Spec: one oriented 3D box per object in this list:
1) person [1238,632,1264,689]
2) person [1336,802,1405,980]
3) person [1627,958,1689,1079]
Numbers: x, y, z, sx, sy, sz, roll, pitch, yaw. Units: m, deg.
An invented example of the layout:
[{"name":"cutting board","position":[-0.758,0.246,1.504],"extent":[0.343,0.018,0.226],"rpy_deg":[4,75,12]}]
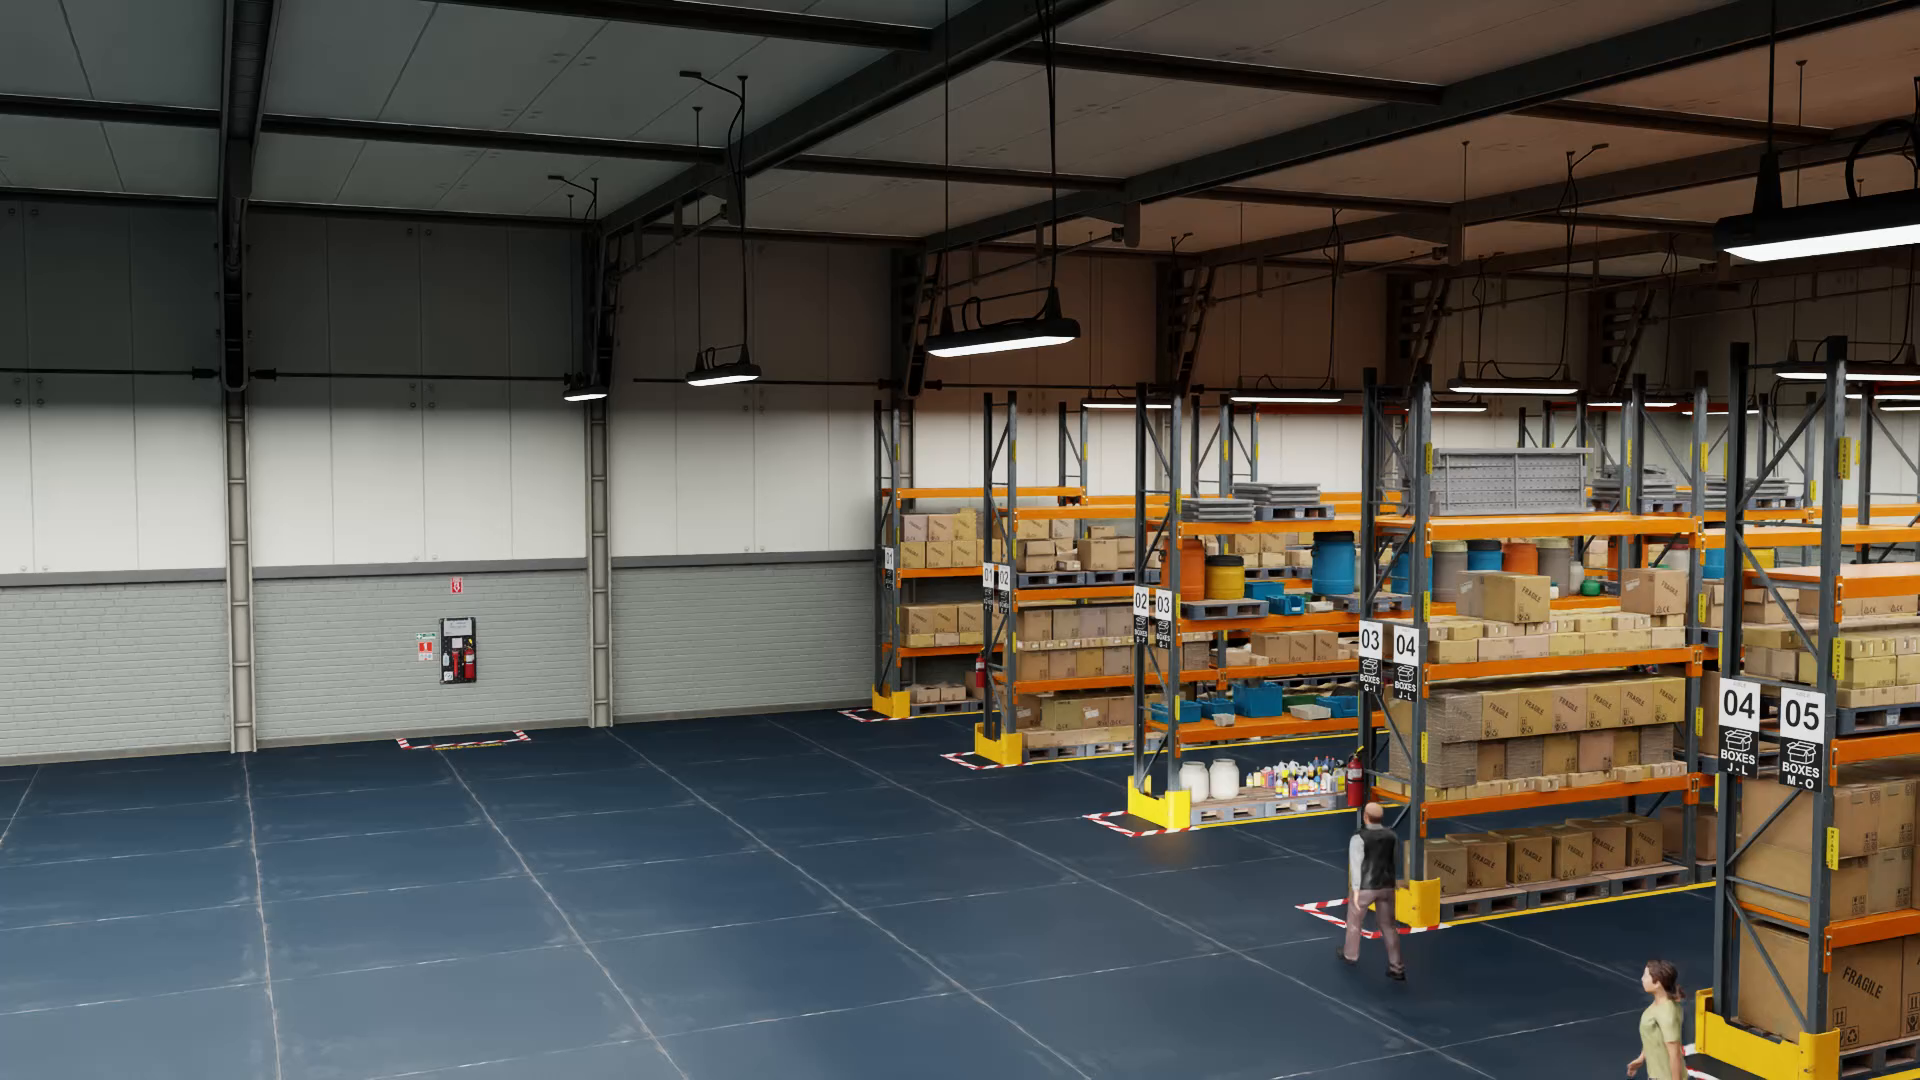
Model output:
[{"name":"person","position":[5.415,2.549,31.114],"extent":[0.608,1.647,0.541],"rpy_deg":[-3,4,-40]},{"name":"person","position":[4.007,3.382,16.162],"extent":[0.539,1.674,1.070],"rpy_deg":[-1,3,-10]},{"name":"person","position":[4.795,3.665,11.405],"extent":[1.095,1.599,0.521],"rpy_deg":[1,3,11]}]
